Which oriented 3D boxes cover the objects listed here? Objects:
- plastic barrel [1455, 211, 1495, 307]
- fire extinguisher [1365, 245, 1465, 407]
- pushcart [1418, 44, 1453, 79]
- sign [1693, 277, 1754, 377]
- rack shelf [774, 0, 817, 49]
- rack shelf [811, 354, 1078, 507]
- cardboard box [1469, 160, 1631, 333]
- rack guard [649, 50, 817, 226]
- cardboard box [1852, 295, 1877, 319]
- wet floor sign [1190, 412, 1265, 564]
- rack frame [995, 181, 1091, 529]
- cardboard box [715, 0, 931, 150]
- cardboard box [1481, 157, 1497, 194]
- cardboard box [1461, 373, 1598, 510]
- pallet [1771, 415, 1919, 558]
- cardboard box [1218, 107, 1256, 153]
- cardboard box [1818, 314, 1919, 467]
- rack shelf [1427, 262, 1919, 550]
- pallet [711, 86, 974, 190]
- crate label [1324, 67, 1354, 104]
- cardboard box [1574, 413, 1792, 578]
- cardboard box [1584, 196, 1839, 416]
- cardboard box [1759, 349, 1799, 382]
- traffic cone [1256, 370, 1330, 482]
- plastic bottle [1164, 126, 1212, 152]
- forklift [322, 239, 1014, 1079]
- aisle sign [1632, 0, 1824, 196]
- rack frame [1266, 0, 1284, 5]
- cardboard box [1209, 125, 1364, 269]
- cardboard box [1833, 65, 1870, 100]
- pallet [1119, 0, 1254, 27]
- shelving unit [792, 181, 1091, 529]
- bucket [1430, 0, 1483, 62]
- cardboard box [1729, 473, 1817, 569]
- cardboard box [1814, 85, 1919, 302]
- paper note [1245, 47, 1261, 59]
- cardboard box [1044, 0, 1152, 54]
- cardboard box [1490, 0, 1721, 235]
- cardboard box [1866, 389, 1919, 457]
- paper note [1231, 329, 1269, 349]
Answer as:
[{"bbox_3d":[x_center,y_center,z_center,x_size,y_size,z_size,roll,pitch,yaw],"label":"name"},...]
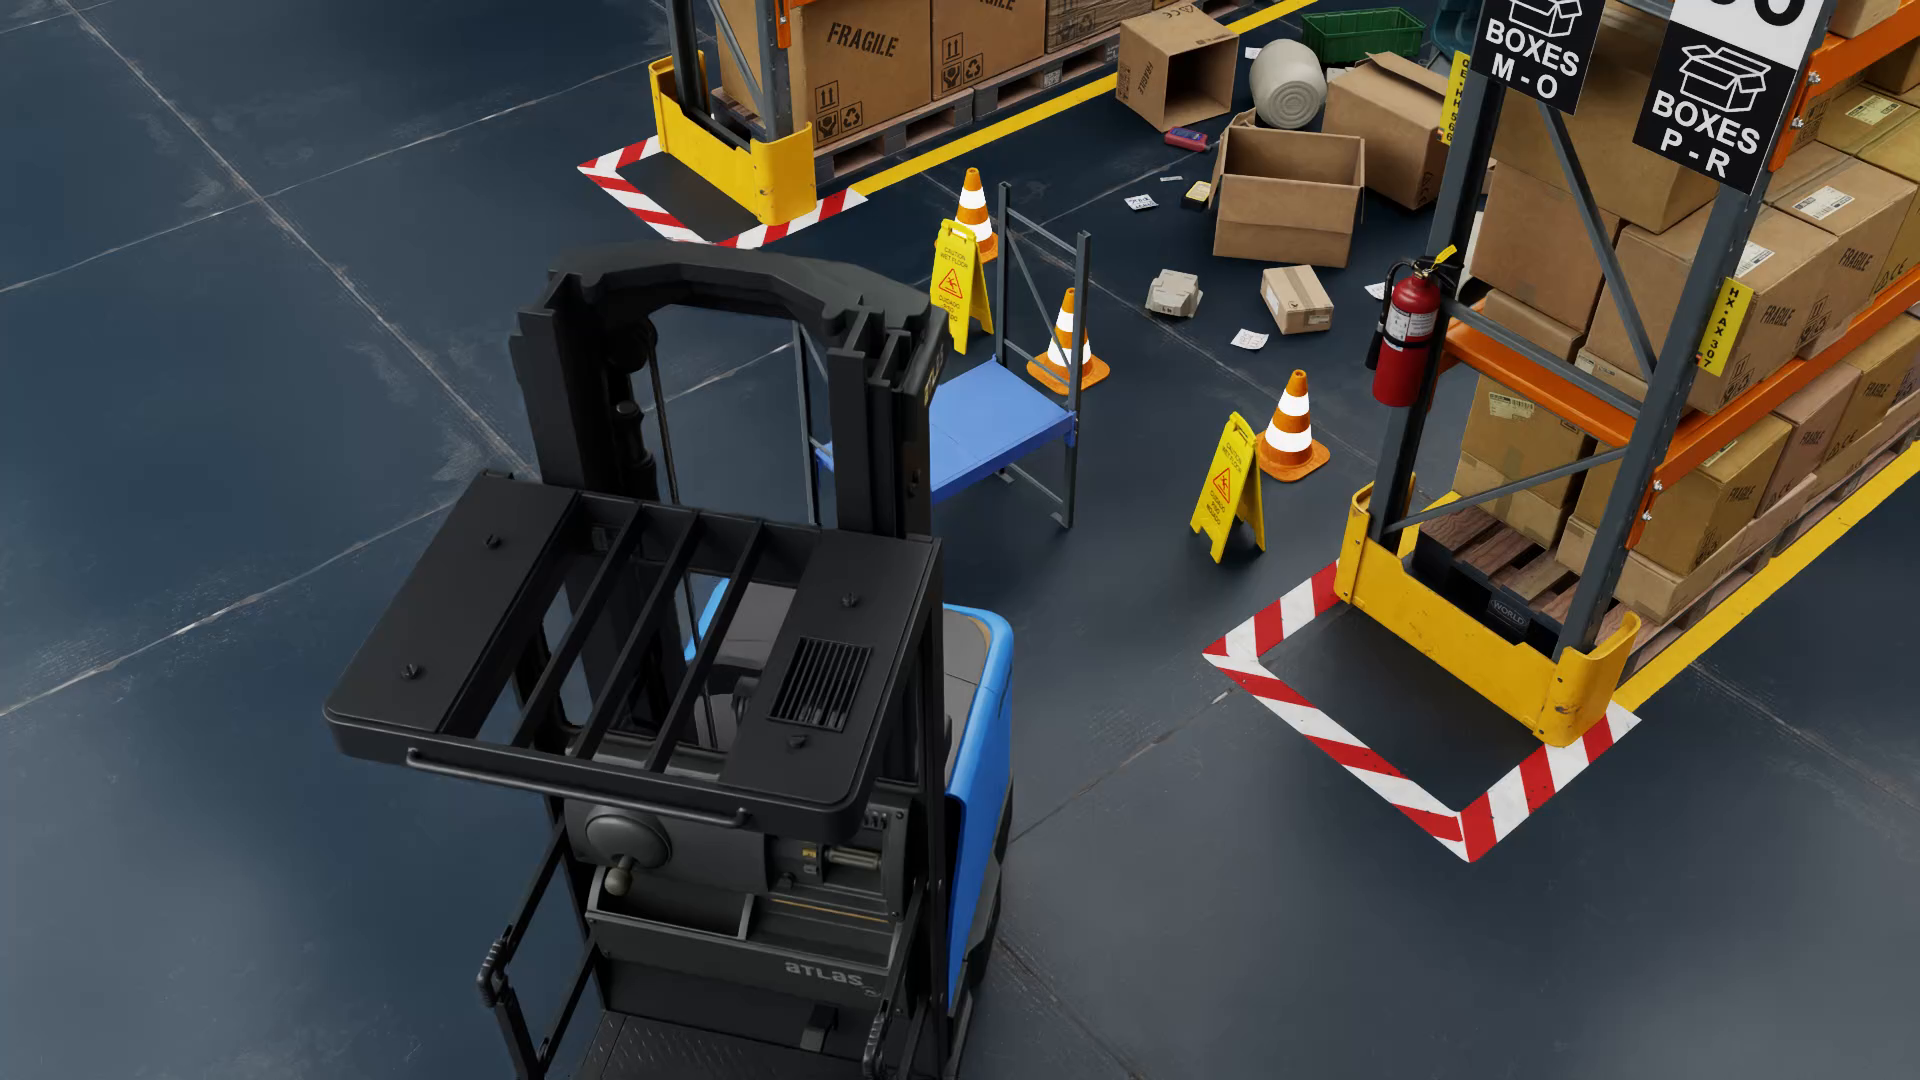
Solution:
[{"bbox_3d":[2.613,-1.388,8.419,0.421,0.421,0.512,0,43,0],"label":"plastic barrel"},{"bbox_3d":[1.616,-0.788,5.955,0.183,0.674,0.296,-30,51,-28],"label":"fire extinguisher"},{"bbox_3d":[3.567,-2.601,9.744,1.648,0.377,0.936,22,47,21],"label":"pushcart"},{"bbox_3d":[2.348,-0.655,5.125,0.005,0.325,0.100,-30,51,-28],"label":"sign"},{"bbox_3d":[0.281,-3.796,9.626,4.000,0.370,1.077,-30,51,-28],"label":"rack shelf"},{"bbox_3d":[-0.065,-0.378,6.820,1.000,0.185,0.538,-30,51,-28],"label":"rack shelf"},{"bbox_3d":[2.239,-1.153,5.996,0.500,0.500,0.500,-31,51,-29],"label":"cardboard box"},{"bbox_3d":[-1.272,-2.258,9.289,0.348,0.500,1.175,-30,51,-28],"label":"rack guard"},{"bbox_3d":[3.234,-0.985,6.291,0.250,0.149,0.380,-28,50,-27],"label":"cardboard box"},{"bbox_3d":[1.168,-0.245,7.040,0.232,0.644,0.267,-14,45,-14],"label":"wet floor sign"},{"bbox_3d":[0.325,-0.732,6.934,0.032,1.500,0.500,-30,51,-28],"label":"rack frame"},{"bbox_3d":[-0.776,-2.891,9.382,0.875,0.875,0.875,-29,51,-28],"label":"cardboard box"},{"bbox_3d":[3.066,-2.154,9.350,0.258,0.266,0.396,7,44,7],"label":"cardboard box"},{"bbox_3d":[2.447,-0.538,6.785,0.500,0.500,0.500,-29,51,-28],"label":"cardboard box"},{"bbox_3d":[3.639,-0.513,7.642,1.213,0.211,1.003,-30,51,-28],"label":"pallet"},{"bbox_3d":[1.678,-2.218,9.418,0.258,0.266,0.396,-21,47,-21],"label":"cardboard box"},{"bbox_3d":[3.602,-0.717,6.976,0.500,0.500,0.500,-29,50,-27],"label":"cardboard box"},{"bbox_3d":[3.534,-1.241,6.906,4.000,0.370,1.077,-30,51,-28],"label":"rack shelf"},{"bbox_3d":[-0.690,-2.556,9.817,1.213,0.211,1.003,-30,51,-28],"label":"pallet"},{"bbox_3d":[2.330,-2.758,10.087,0.298,0.136,0.250,7,44,7],"label":"crate label"},{"bbox_3d":[2.814,-0.269,6.499,0.500,0.500,0.500,-32,52,-29],"label":"cardboard box"},{"bbox_3d":[2.541,-0.832,5.655,0.500,0.500,0.500,-31,51,-28],"label":"cardboard box"},{"bbox_3d":[2.833,-0.766,6.058,0.250,0.149,0.380,-31,52,-29],"label":"cardboard box"},{"bbox_3d":[1.502,-0.566,7.515,0.334,0.463,0.336,-30,51,-28],"label":"traffic cone"},{"bbox_3d":[1.347,-2.327,9.683,0.283,0.061,0.133,22,47,21],"label":"plastic bottle"},{"bbox_3d":[-0.633,0.867,4.186,1.130,2.935,3.031,9,44,9],"label":"forklift"},{"bbox_3d":[2.151,-1.382,4.632,0.004,0.787,0.394,-30,51,-28],"label":"aisle sign"},{"bbox_3d":[1.815,-4.937,10.315,0.127,3.000,1.000,-30,51,-28],"label":"rack frame"},{"bbox_3d":[1.723,-1.816,8.816,0.797,0.503,0.637,7,44,7],"label":"cardboard box"},{"bbox_3d":[2.970,-1.970,6.135,0.500,0.500,0.700,-30,51,-28],"label":"cardboard box"},{"bbox_3d":[1.181,-3.627,10.958,1.213,0.211,1.003,-30,51,-28],"label":"pallet"},{"bbox_3d":[-0.065,-0.509,6.697,1.048,1.500,0.538,-30,51,-28],"label":"shelving unit"},{"bbox_3d":[3.190,-3.027,9.563,0.620,0.611,0.726,-6,43,-21],"label":"bucket"},{"bbox_3d":[3.192,-0.205,6.979,0.500,0.250,0.500,-28,50,-27],"label":"cardboard box"},{"bbox_3d":[3.326,-1.286,6.138,0.500,0.500,0.500,-31,51,-29],"label":"cardboard box"},{"bbox_3d":[1.880,-3.084,10.511,0.147,0.020,0.142,7,44,7],"label":"paper note"},{"bbox_3d":[0.598,-3.678,10.220,0.875,0.875,0.875,-29,51,-28],"label":"cardboard box"},{"bbox_3d":[2.252,-1.473,5.607,0.500,0.500,0.700,-31,51,-29],"label":"cardboard box"},{"bbox_3d":[3.992,-0.672,7.476,0.500,0.250,0.500,-29,50,-27],"label":"cardboard box"},{"bbox_3d":[1.448,-1.003,8.296,0.148,0.019,0.142,22,47,21],"label":"paper note"}]
